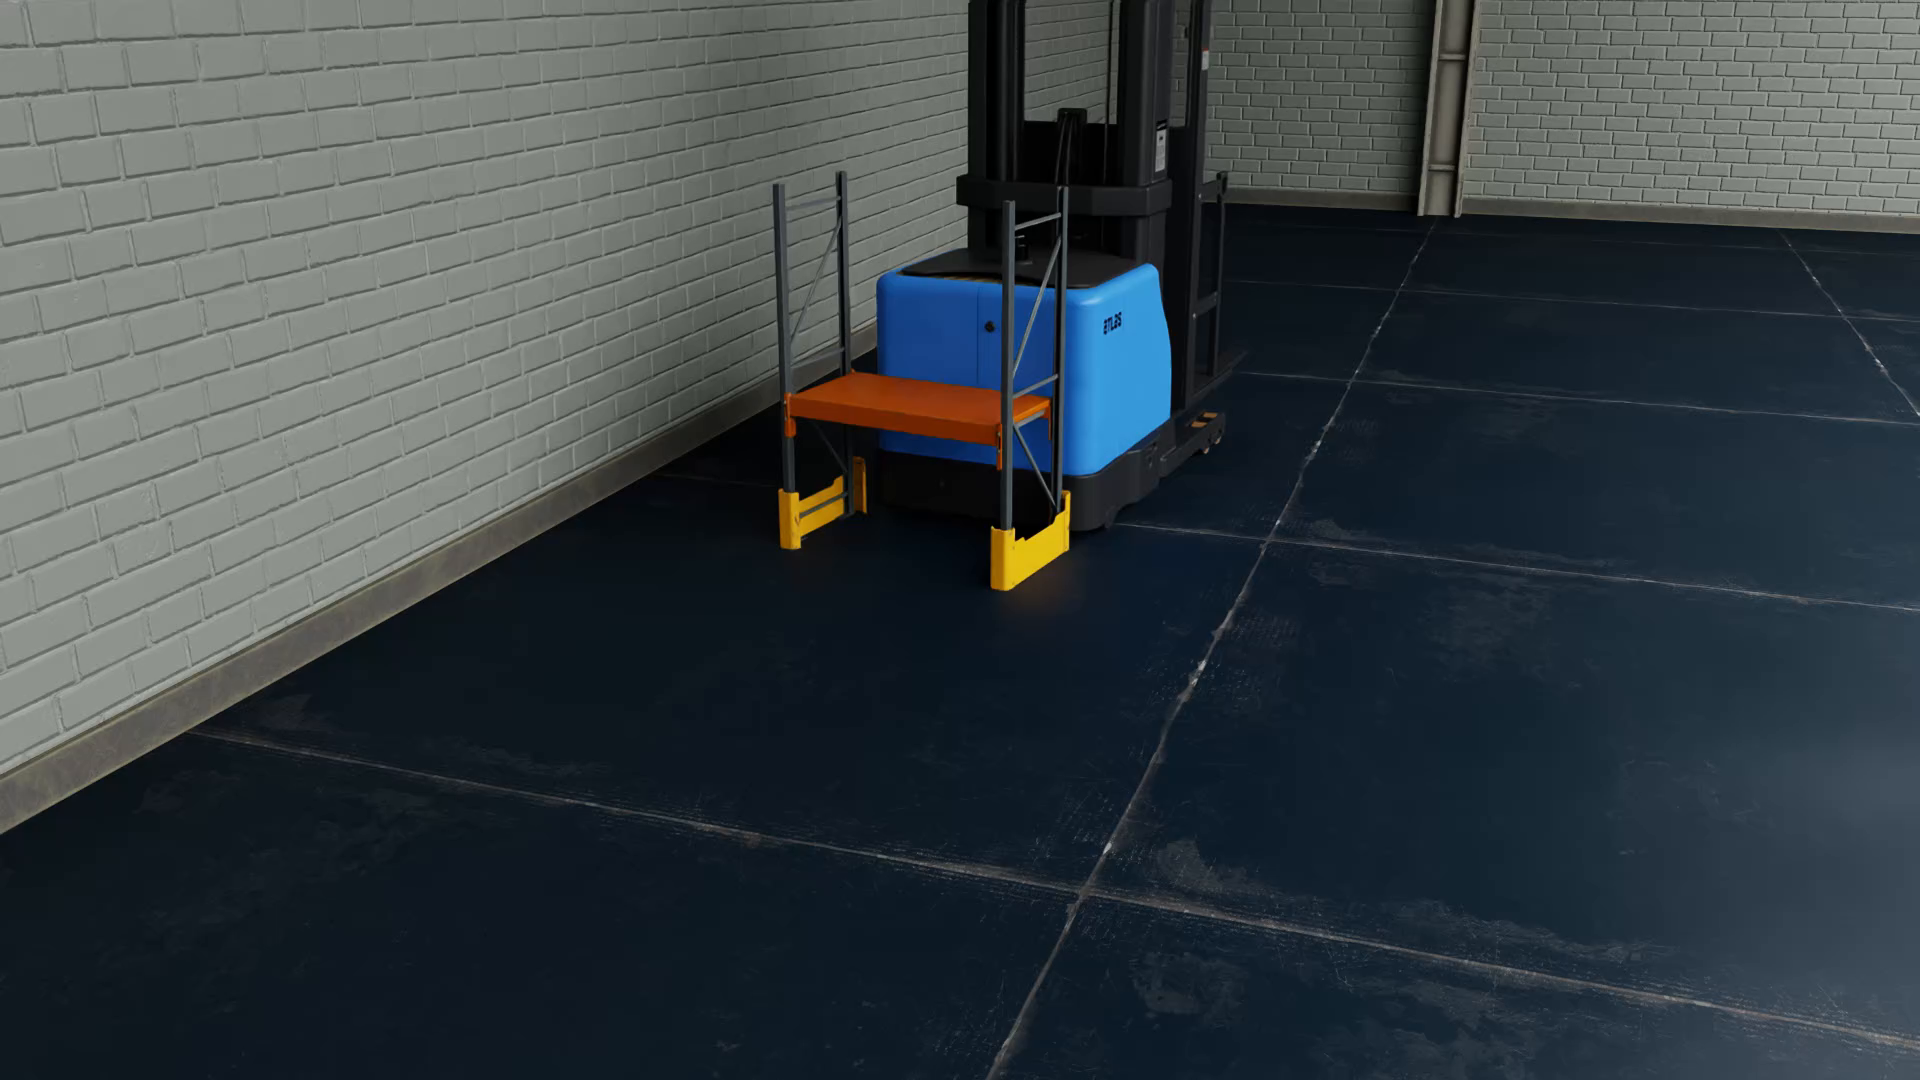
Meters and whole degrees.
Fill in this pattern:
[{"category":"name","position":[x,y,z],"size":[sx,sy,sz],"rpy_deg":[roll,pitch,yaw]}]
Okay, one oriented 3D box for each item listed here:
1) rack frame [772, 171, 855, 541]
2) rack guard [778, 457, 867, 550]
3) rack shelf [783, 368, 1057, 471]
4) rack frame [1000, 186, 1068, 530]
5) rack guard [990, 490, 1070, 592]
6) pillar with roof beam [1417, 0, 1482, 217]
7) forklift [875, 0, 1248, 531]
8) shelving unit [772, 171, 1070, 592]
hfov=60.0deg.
[{"category":"rack frame","position":[-0.603,-0.756,6.967],"size":[0.032,1.500,0.500],"rpy_deg":[10,22,27]},{"category":"rack guard","position":[-0.586,-0.163,7.164],"size":[0.087,0.250,0.587],"rpy_deg":[10,22,27]},{"category":"rack shelf","position":[-0.157,-0.506,6.796],"size":[1.000,0.185,0.538],"rpy_deg":[10,22,27]},{"category":"rack frame","position":[0.288,-0.595,6.506],"size":[0.032,1.500,0.500],"rpy_deg":[10,22,27]},{"category":"rack guard","position":[0.287,-0.005,6.712],"size":[0.087,0.250,0.587],"rpy_deg":[10,22,27]},{"category":"pillar with roof beam","position":[3.244,-6.077,10.837],"size":[0.400,9.000,9.100],"rpy_deg":[7,20,18]},{"category":"forklift","position":[0.708,-1.864,7.972],"size":[1.130,2.935,3.031],"rpy_deg":[9,21,23]},{"category":"shelving unit","position":[-0.149,-0.674,6.732],"size":[1.083,1.500,0.587],"rpy_deg":[10,22,27]}]
